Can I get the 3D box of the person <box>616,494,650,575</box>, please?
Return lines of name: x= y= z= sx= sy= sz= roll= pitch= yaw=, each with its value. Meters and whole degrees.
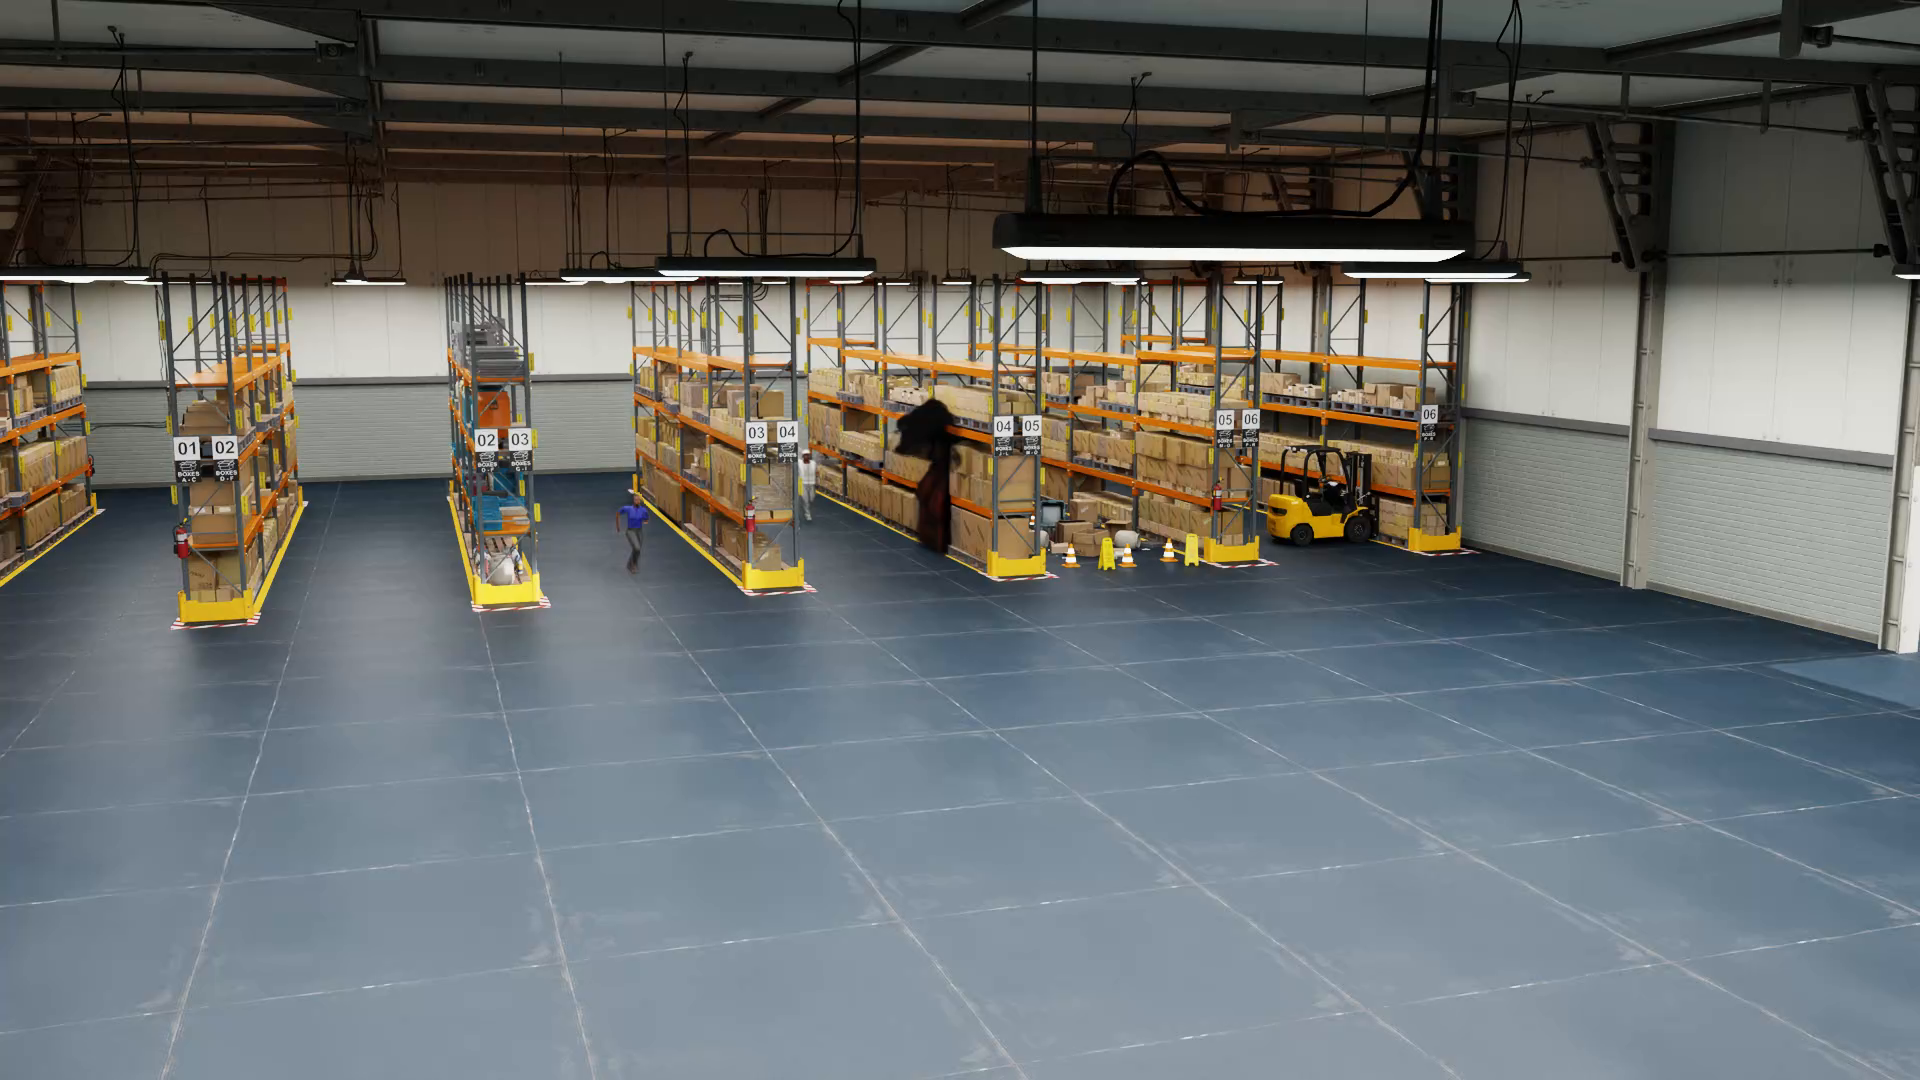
person: x=-6.534 y=-0.113 z=33.356 sx=0.606 sy=1.620 sz=0.785 roll=-5 pitch=10 yaw=-32

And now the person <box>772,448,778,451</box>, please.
person: x=-5.178 y=-2.152 z=46.953 sx=0.638 sy=1.626 sz=0.500 roll=-2 pitch=9 yaw=-12

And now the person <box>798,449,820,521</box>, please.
person: x=-3.838 y=-1.386 z=41.507 sx=0.681 sy=1.759 sz=0.778 roll=-3 pitch=9 yaw=-19

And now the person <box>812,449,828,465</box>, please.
person: x=-4.151 y=-2.594 z=49.507 sx=0.584 sy=1.722 sz=0.702 roll=-2 pitch=9 yaw=-11
